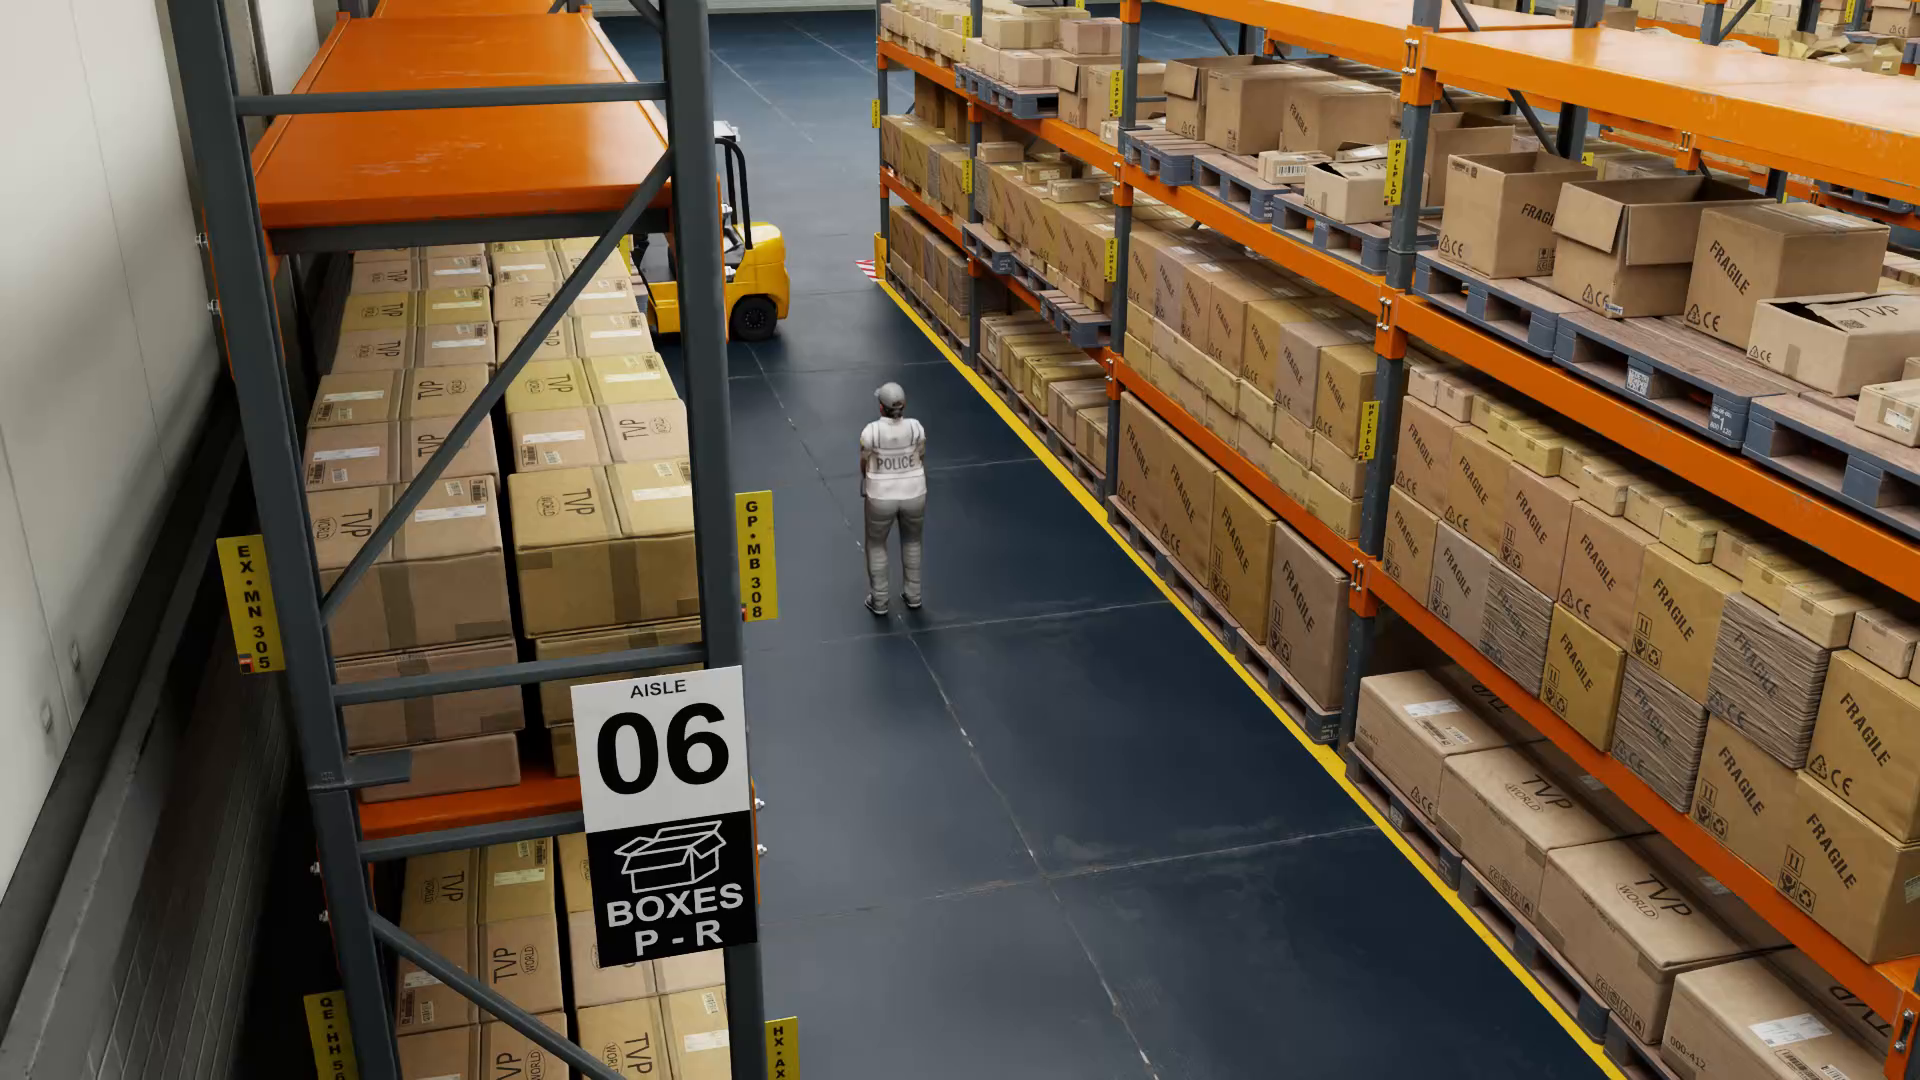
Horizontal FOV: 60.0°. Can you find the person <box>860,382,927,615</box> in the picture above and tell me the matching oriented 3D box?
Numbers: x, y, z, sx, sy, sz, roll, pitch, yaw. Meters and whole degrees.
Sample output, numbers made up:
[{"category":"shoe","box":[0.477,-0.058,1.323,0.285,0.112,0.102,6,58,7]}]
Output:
[{"category":"person","box":[-0.472,-0.317,11.393,0.454,1.659,0.520,-6,24,-14]}]
